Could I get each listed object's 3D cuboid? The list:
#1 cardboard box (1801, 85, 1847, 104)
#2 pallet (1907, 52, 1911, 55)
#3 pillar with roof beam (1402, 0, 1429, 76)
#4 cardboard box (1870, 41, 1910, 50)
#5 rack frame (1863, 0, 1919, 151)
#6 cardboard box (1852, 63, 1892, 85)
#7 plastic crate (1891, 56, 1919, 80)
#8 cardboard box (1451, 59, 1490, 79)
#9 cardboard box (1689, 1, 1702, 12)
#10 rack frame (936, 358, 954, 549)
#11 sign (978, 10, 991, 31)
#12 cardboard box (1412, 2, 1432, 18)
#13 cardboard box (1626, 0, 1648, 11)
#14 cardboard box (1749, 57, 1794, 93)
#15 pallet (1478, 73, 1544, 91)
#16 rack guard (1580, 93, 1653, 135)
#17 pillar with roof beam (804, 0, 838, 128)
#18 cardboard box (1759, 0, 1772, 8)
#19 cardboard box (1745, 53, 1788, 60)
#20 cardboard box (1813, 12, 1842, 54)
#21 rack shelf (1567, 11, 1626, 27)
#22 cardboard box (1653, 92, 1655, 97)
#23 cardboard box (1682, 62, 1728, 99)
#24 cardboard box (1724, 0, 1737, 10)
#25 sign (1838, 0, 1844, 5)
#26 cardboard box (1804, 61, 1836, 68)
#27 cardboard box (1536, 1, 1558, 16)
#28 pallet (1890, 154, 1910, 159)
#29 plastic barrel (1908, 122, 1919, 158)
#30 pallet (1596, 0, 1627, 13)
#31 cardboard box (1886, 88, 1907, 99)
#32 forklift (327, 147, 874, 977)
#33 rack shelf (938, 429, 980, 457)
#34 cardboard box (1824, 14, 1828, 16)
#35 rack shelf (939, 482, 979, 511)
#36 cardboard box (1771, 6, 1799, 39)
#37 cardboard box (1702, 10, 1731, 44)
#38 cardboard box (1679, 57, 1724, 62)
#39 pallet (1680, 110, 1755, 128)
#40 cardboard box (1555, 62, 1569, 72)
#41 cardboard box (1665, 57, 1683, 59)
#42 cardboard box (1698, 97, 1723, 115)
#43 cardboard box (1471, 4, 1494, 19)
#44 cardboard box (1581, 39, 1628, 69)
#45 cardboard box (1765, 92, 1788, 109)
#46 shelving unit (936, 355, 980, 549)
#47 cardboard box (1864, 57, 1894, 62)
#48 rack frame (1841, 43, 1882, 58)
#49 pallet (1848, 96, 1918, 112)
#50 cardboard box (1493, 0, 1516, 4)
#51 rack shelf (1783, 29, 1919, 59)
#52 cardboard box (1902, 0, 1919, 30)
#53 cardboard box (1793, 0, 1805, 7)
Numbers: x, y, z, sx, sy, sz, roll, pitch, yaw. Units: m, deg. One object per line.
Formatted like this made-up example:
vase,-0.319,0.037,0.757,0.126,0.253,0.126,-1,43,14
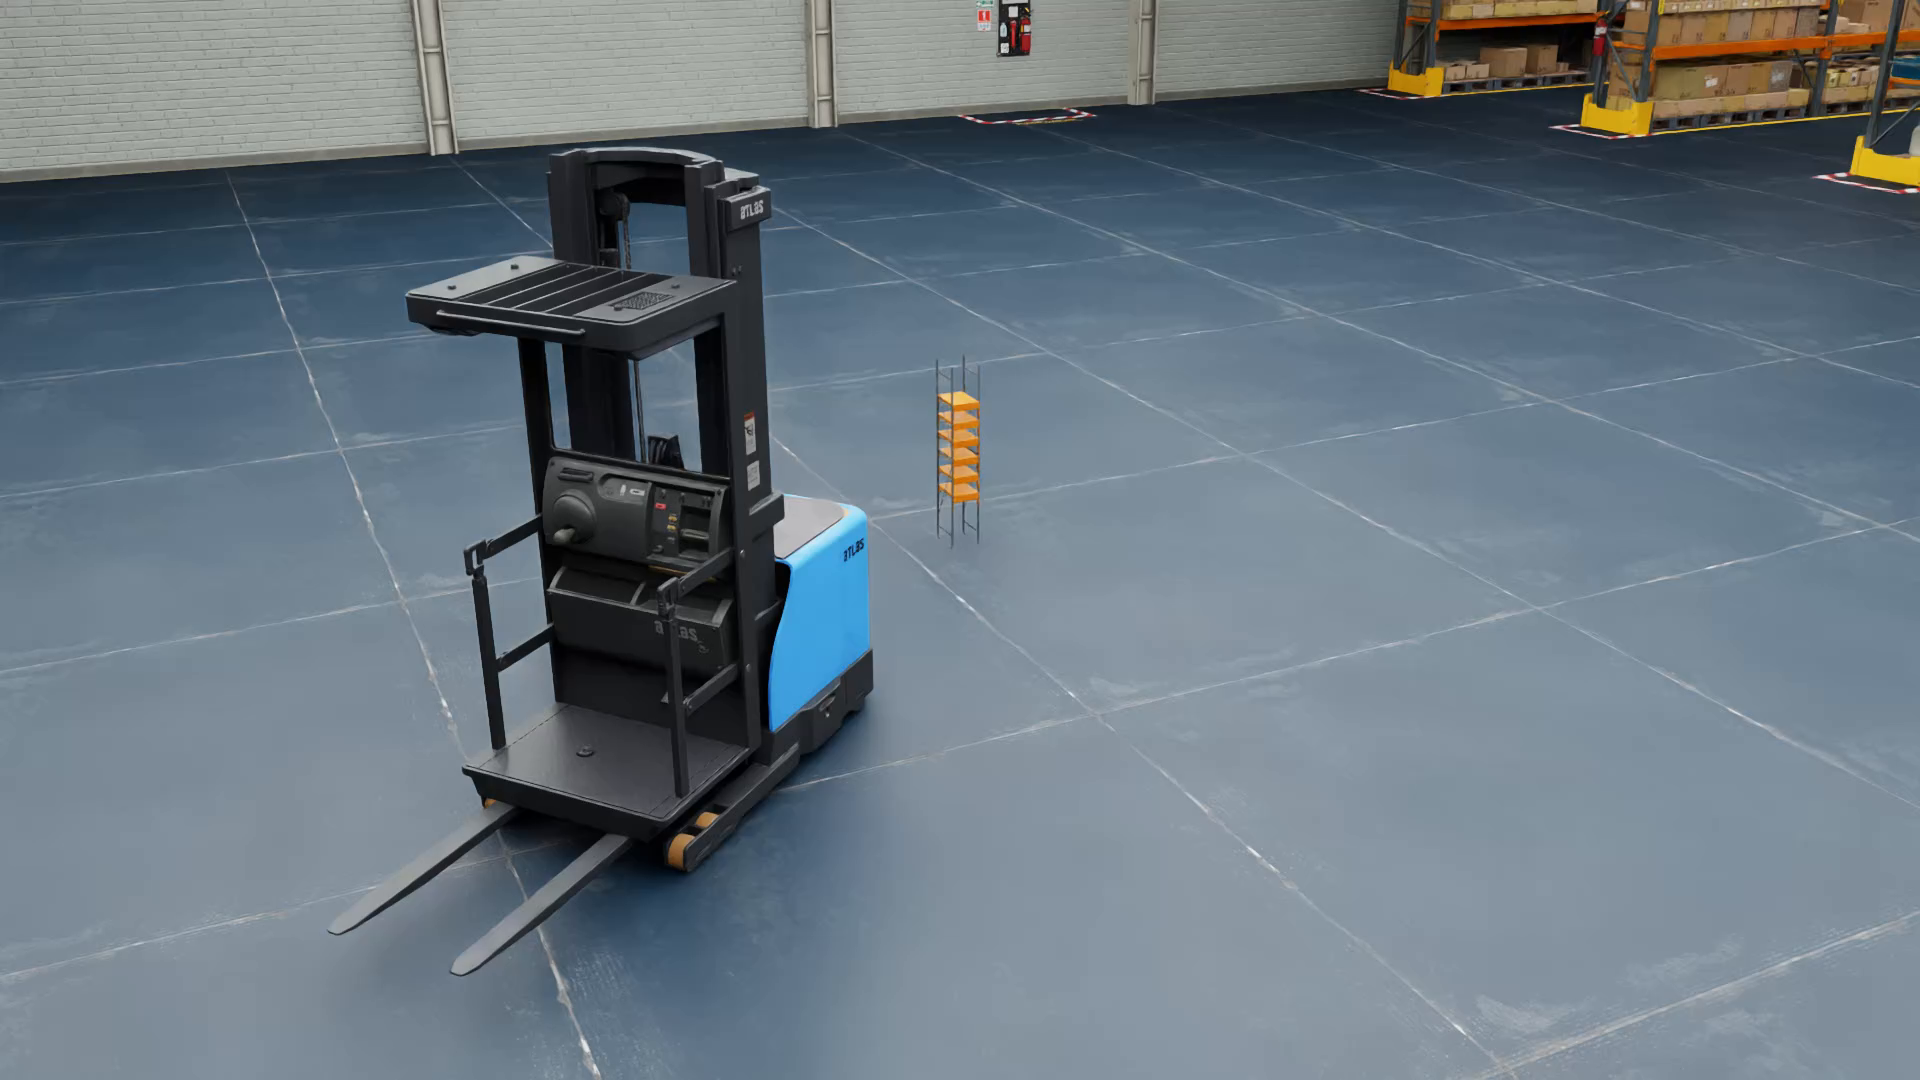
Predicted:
cardboard box,14.567,-7.531,28.067,0.500,0.250,0.500,-11,25,-25
pallet,20.972,-10.674,36.260,1.213,0.211,1.003,-10,25,-24
pillar with roof beam,10.462,-11.371,26.455,0.400,9.000,9.100,-10,25,-24
cardboard box,19.871,-10.787,35.606,0.500,0.500,0.700,-10,25,-23
rack frame,12.636,-6.254,21.937,0.127,3.000,1.000,-10,25,-24
cardboard box,15.495,-7.958,28.367,0.500,0.311,0.500,-11,25,-25
plastic crate,12.958,-6.372,22.416,0.616,0.251,0.499,-10,25,-24
cardboard box,9.516,-8.808,31.046,0.500,0.311,0.500,-8,24,-19
cardboard box,11.401,-8.384,26.104,0.250,0.149,0.380,-10,25,-23
rack frame,-0.095,-0.537,10.478,0.006,1.200,0.240,-10,25,-24
sign,0.403,-8.651,27.681,0.234,0.329,0.001,-10,25,-24
cardboard box,8.677,-9.753,30.559,0.500,0.250,0.500,-10,25,-23
cardboard box,10.753,-8.437,26.231,0.250,0.149,0.380,-11,25,-25
cardboard box,13.317,-7.664,27.409,0.500,0.500,0.500,-10,25,-24
pallet,10.253,-8.716,31.531,1.213,0.211,1.003,-10,25,-24
rack guard,10.470,-6.803,26.531,0.348,0.500,1.175,-10,25,-24
pillar with roof beam,-0.350,-9.381,21.646,0.400,9.000,9.100,-10,25,-24
cardboard box,12.799,-8.642,26.728,0.250,0.149,0.380,-10,24,-22
cardboard box,13.542,-7.927,28.043,0.500,0.500,0.500,-10,25,-24
cardboard box,17.823,-10.559,34.598,0.750,0.750,0.750,-10,24,-22
rack shelf,13.746,-10.331,32.727,4.000,0.370,1.077,-10,25,-24
cardboard box,11.292,-7.163,27.180,0.500,0.250,0.500,-10,25,-24
cardboard box,11.966,-7.415,26.808,0.500,0.500,0.500,-10,25,-24
cardboard box,12.098,-8.513,26.415,0.250,0.149,0.380,-11,25,-24
sign,14.338,-8.871,27.024,0.005,0.325,0.100,-10,25,-24
cardboard box,14.802,-8.063,28.619,0.500,0.311,0.500,-10,24,-22
cardboard box,10.750,-9.920,30.964,0.500,0.250,0.500,-11,25,-24
pallet,13.419,-5.128,22.861,1.213,0.211,1.003,-10,25,-24
plastic barrel,13.196,-5.434,22.660,0.421,0.512,0.421,0,22,0
pallet,12.696,-10.320,32.010,1.213,0.211,1.003,-10,25,-24
cardboard box,15.952,-7.786,28.683,0.500,0.250,0.500,-10,24,-23
forklift,-1.531,-0.095,7.148,1.130,2.935,3.031,10,25,23
rack shelf,-0.013,-0.622,10.486,0.180,0.103,0.258,-10,25,-24
cardboard box,14.808,-8.773,28.197,0.258,0.266,0.396,-11,25,-25
rack shelf,-0.013,-0.289,10.624,0.180,0.103,0.258,-10,25,-24
cardboard box,13.226,-8.506,27.247,0.500,0.500,0.700,-11,25,-24
cardboard box,11.839,-8.250,26.629,0.500,0.500,0.700,-10,25,-23
cardboard box,12.191,-7.677,27.440,0.500,0.500,0.500,-10,25,-24
pallet,12.260,-7.016,27.423,1.213,0.211,1.003,-10,25,-24
cardboard box,11.475,-9.127,32.007,0.250,0.166,0.380,-14,26,-30
cardboard box,13.972,-9.769,33.121,0.500,0.500,0.700,-11,25,-24
cardboard box,11.971,-7.065,26.941,0.500,0.250,0.500,-10,25,-24
cardboard box,9.379,-9.671,30.361,0.500,0.250,0.500,-11,25,-25
cardboard box,12.600,-9.508,32.491,0.500,0.500,0.700,-10,24,-22
cardboard box,13.318,-7.317,27.551,0.500,0.250,0.500,-10,25,-24
shelving unit,-0.013,-0.552,10.515,0.189,1.200,0.258,-10,25,-24
cardboard box,16.170,-8.312,29.222,0.500,0.311,0.500,-11,25,-25
rack frame,19.152,-11.659,34.994,0.127,3.000,1.000,-10,25,-24
pallet,15.843,-7.677,29.019,1.213,0.211,1.003,-10,25,-24
cardboard box,9.818,-10.093,30.400,0.500,0.500,0.500,-11,25,-25
rack shelf,15.898,-8.625,28.605,4.000,0.370,1.077,-10,25,-24
cardboard box,16.195,-9.051,28.563,0.500,0.500,0.500,-12,25,-26
cardboard box,13.485,-8.768,27.031,0.250,0.149,0.380,-11,25,-25
